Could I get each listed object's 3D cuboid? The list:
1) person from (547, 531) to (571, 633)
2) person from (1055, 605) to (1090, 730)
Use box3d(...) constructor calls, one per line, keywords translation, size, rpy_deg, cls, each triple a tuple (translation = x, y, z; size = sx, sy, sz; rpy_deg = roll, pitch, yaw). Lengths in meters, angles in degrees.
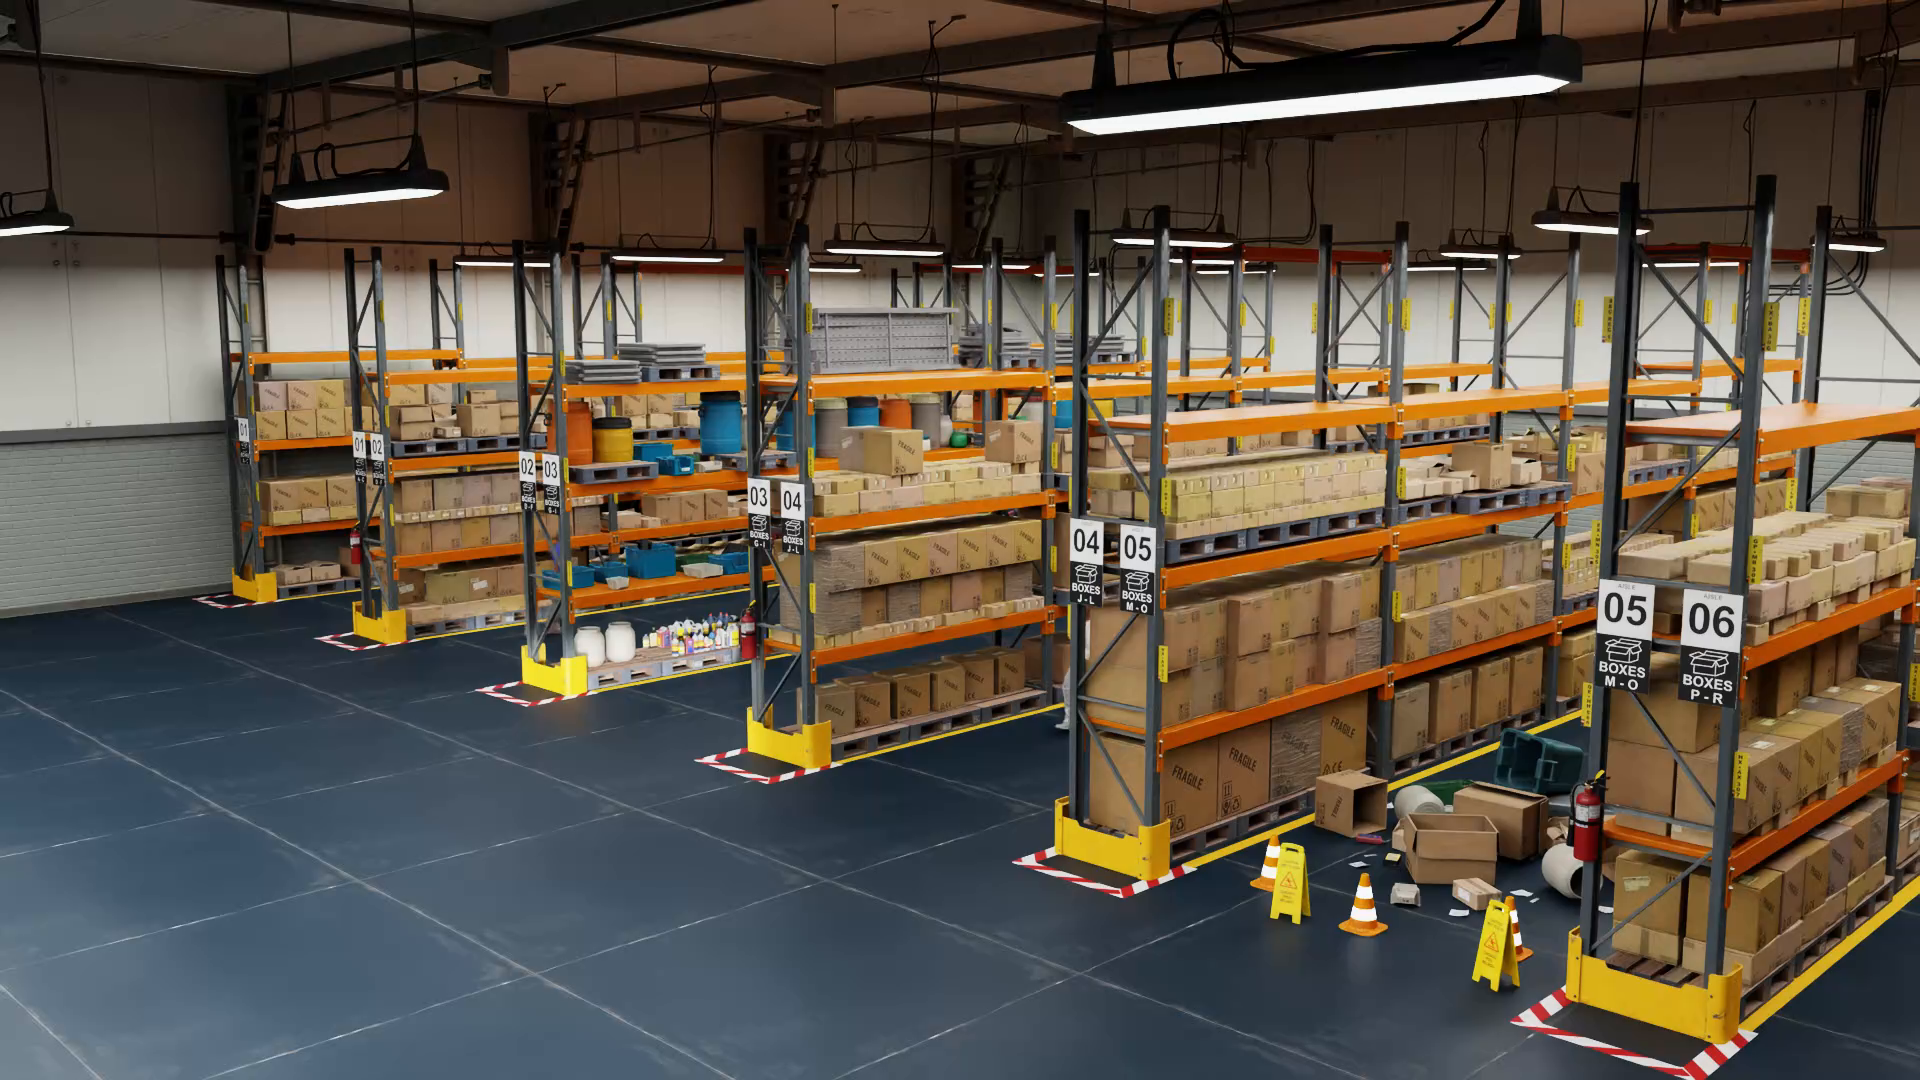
box3d(translation=(-6.292, 0.647, 26.139), size=(0.448, 1.644, 0.501), rpy_deg=(-4, 9, -28), cls="person")
box3d(translation=(1.568, 1.470, 20.349), size=(1.055, 1.673, 0.554), rpy_deg=(-7, 11, -40), cls="person")
